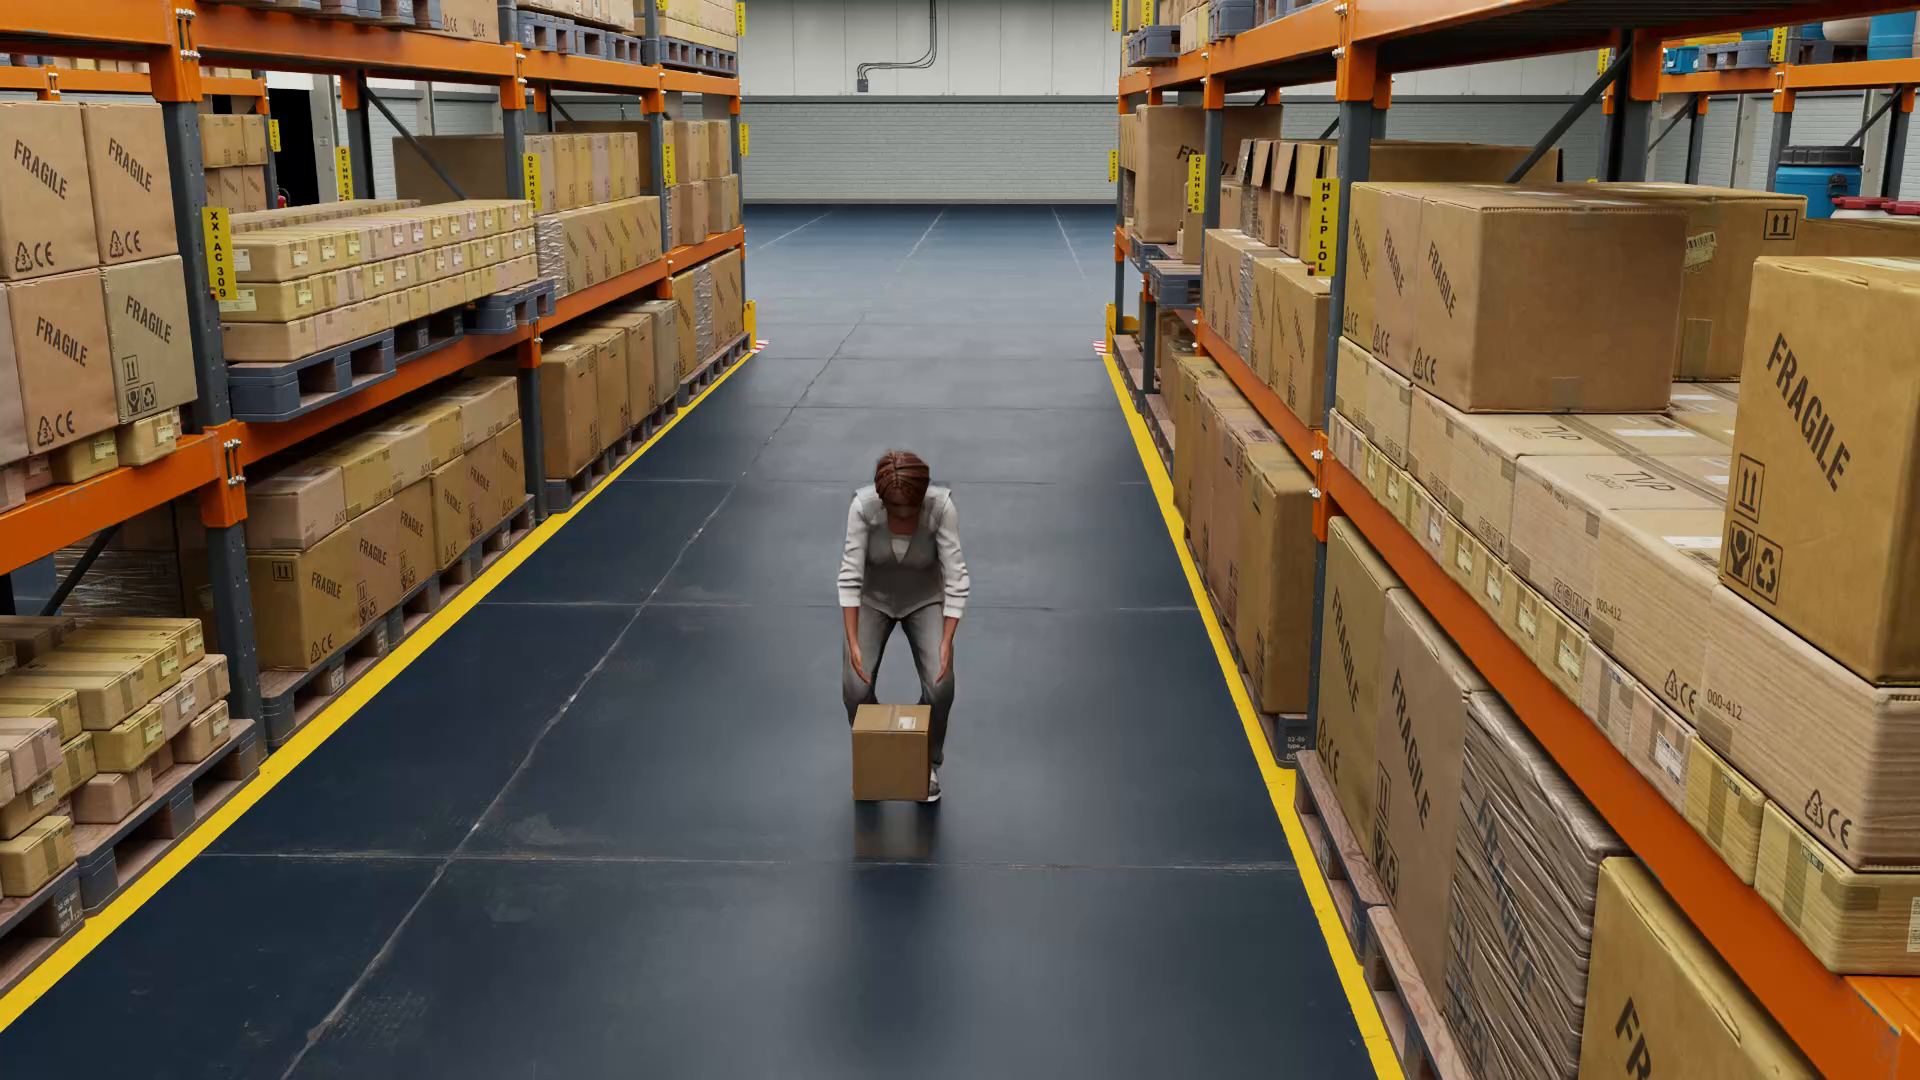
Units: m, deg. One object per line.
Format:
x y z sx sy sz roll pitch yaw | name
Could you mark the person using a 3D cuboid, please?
-0.195 0.298 5.944 0.462 1.311 0.639 0 14 2 | person
